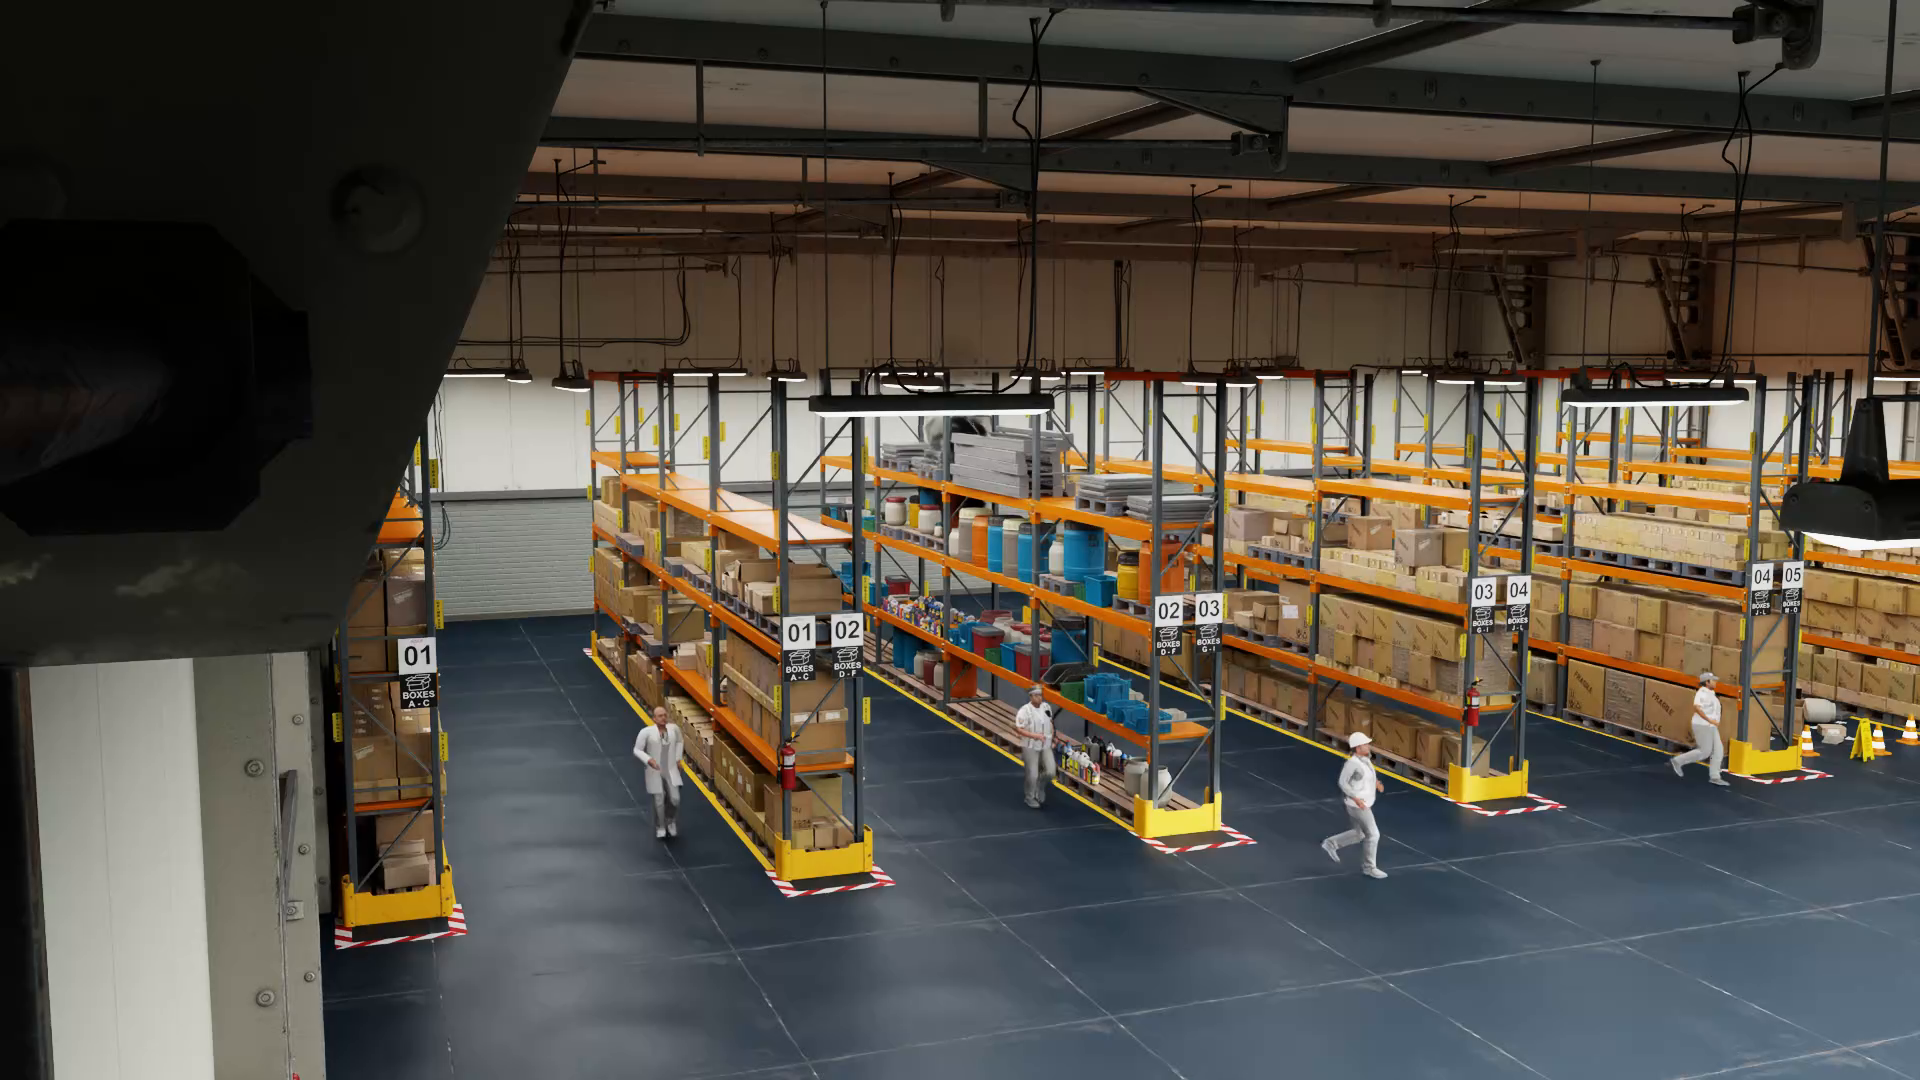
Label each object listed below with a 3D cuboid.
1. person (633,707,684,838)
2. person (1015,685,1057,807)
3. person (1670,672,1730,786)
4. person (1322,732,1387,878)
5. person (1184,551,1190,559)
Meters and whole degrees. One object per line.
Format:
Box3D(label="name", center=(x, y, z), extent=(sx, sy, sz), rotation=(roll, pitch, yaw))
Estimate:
Box3D(label="person", center=(-3.883, 3.044, 21.672), extent=(0.717, 1.746, 0.654), rotation=(-3, 7, -24))
Box3D(label="person", center=(1.104, 2.876, 23.184), extent=(0.651, 1.743, 0.605), rotation=(-3, 7, -24))
Box3D(label="person", center=(11.070, 2.777, 24.699), extent=(0.826, 1.620, 0.671), rotation=(5, 8, 35))
Box3D(label="person", center=(4.828, 3.208, 20.277), extent=(0.806, 1.773, 0.656), rotation=(3, 7, 22))
Box3D(label="person", center=(5.478, 0.949, 41.109), extent=(0.533, 1.592, 0.601), rotation=(-2, 7, -18))
